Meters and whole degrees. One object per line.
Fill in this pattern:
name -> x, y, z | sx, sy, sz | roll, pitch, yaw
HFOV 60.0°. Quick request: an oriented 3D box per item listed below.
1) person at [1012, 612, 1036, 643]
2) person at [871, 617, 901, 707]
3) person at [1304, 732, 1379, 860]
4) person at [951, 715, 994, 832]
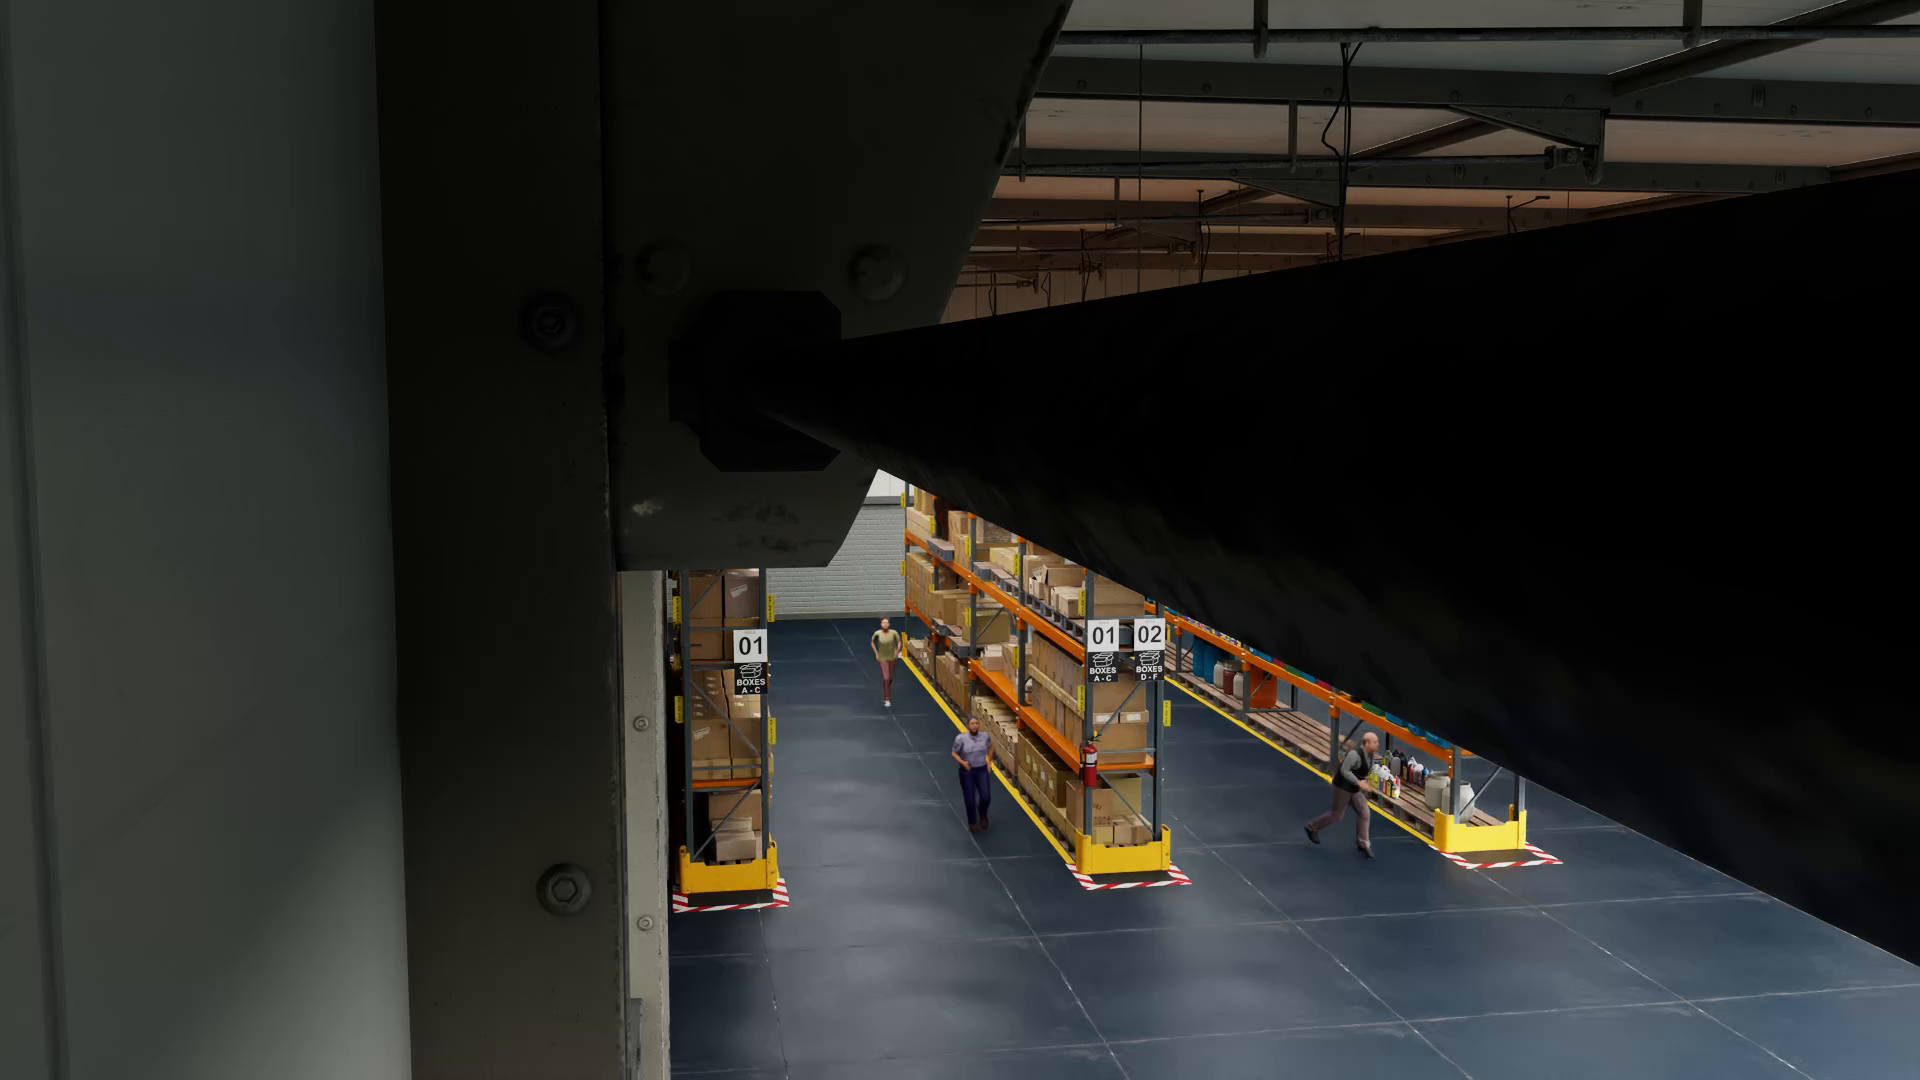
person -> 1.431, 1.878, 34.902 | 0.592, 1.627, 0.780 | -2, 6, -18
person -> -1.396, 2.264, 31.399 | 0.576, 1.678, 0.765 | -1, 6, -10
person -> 4.987, 3.285, 21.699 | 1.009, 1.680, 0.697 | 4, 7, 34
person -> 0.191, 3.186, 22.613 | 0.606, 1.614, 0.562 | -1, 6, -8
